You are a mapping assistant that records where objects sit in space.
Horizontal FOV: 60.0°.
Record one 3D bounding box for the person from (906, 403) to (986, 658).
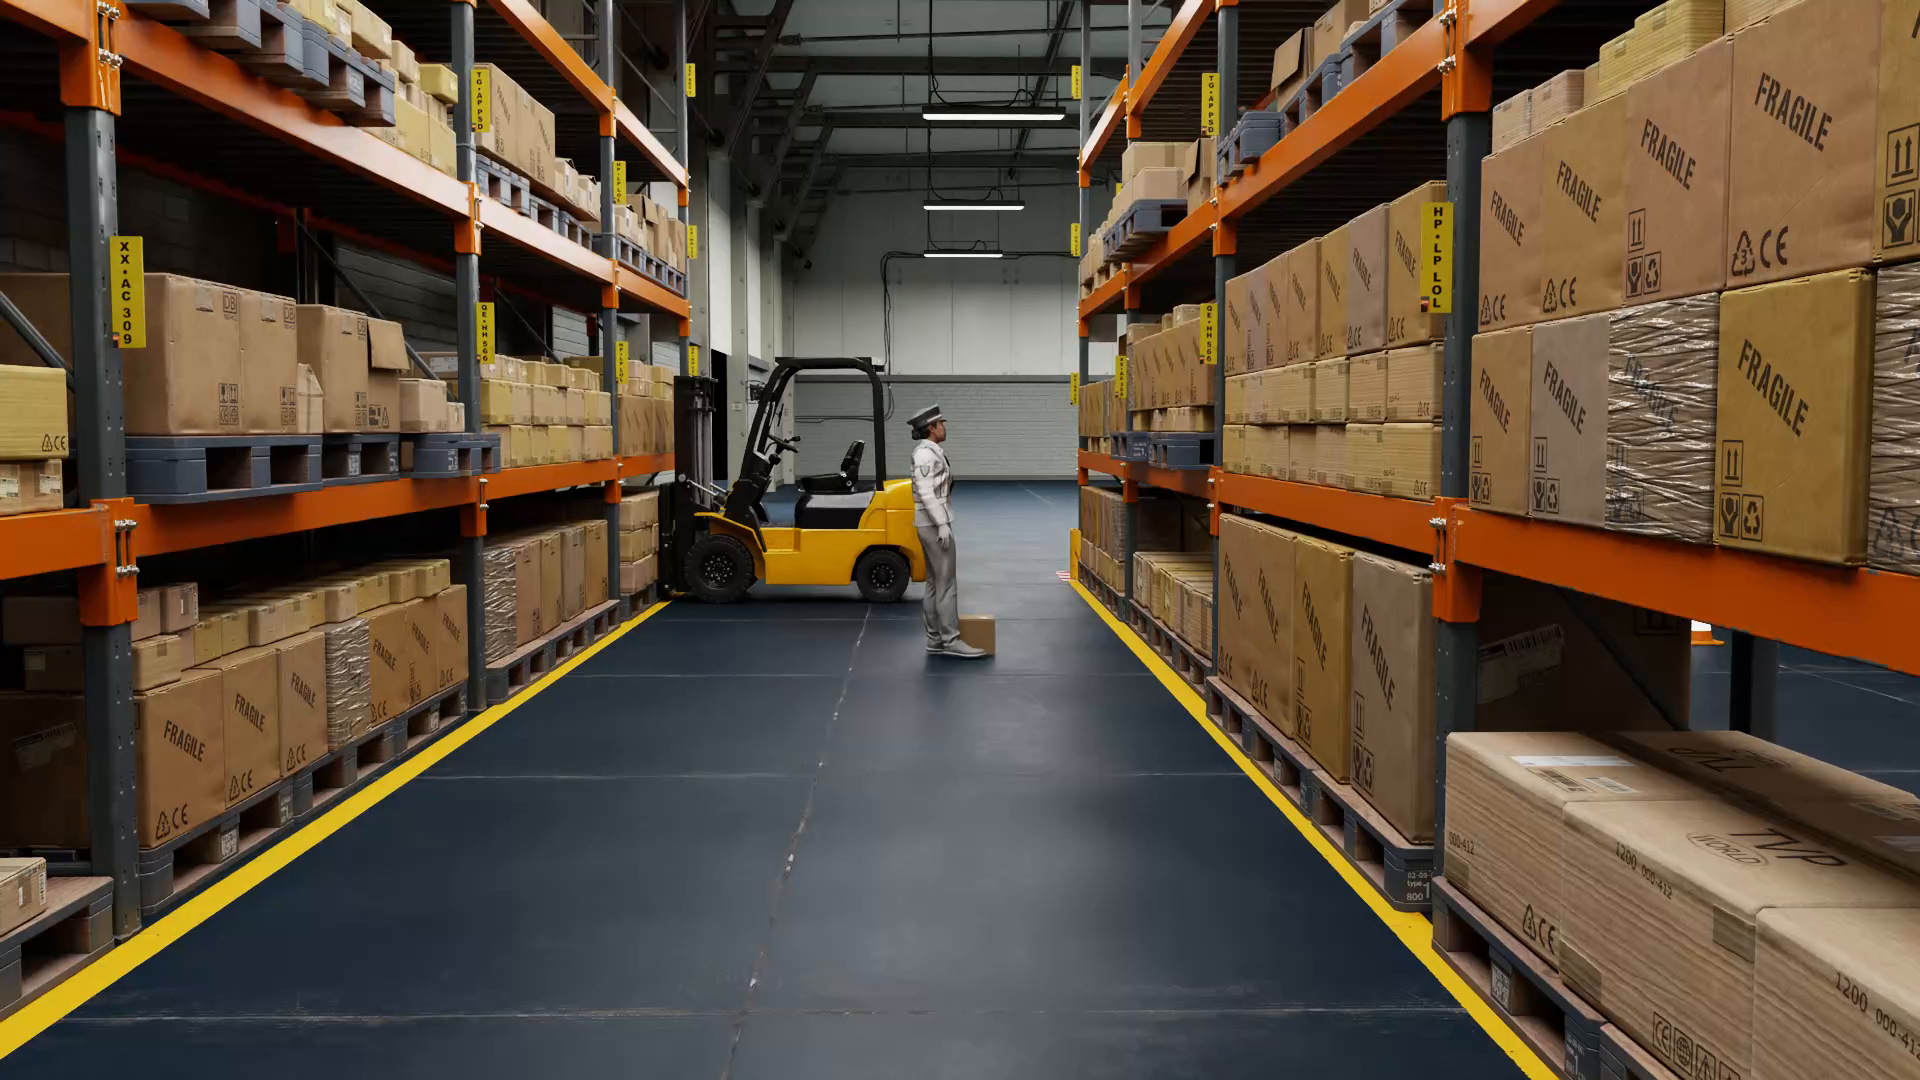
[{"bbox_3d":[-0.097,-0.077,11.260,0.530,1.694,0.586,0,4,-1],"label":"person"}]
